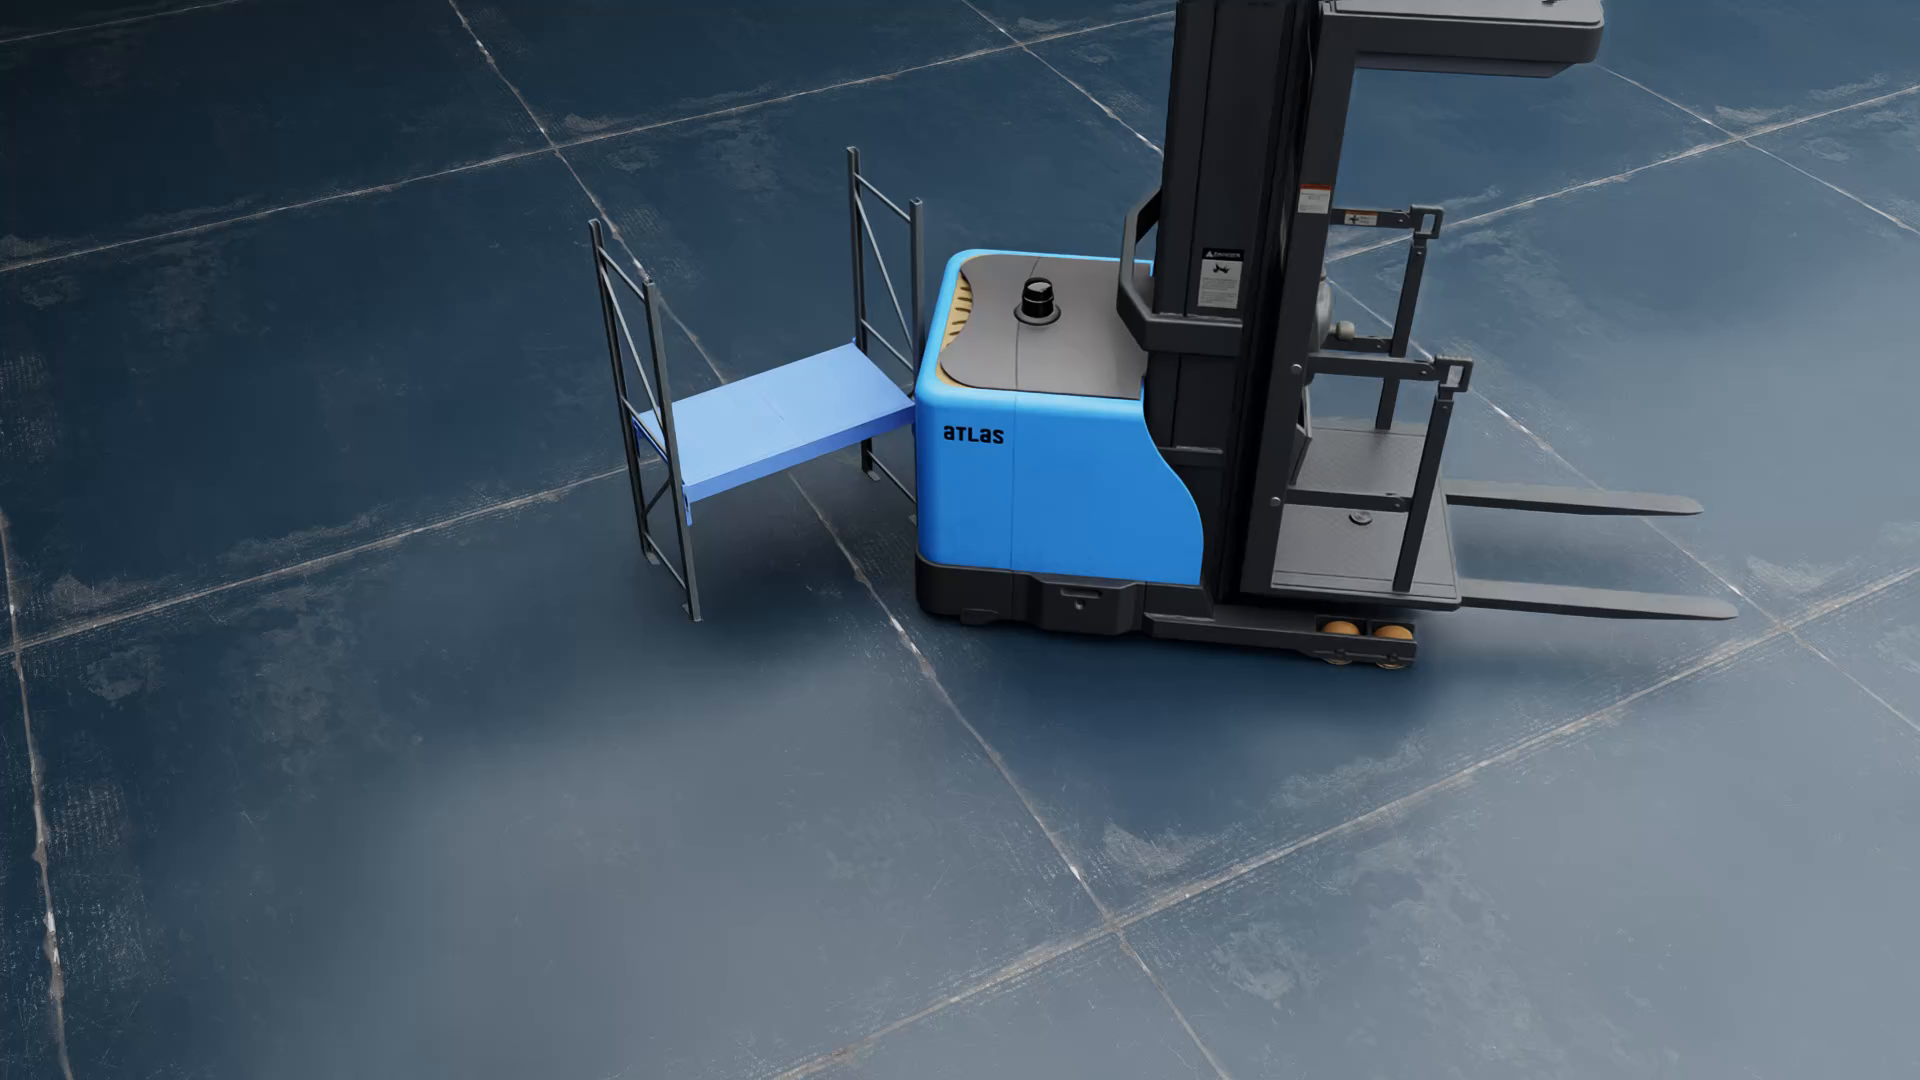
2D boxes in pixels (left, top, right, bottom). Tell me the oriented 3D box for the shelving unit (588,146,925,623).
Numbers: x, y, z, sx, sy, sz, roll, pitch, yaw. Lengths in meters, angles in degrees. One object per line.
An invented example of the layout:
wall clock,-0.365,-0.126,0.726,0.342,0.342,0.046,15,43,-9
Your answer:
shelving unit,-0.706,-0.570,6.262,1.048,1.500,0.538,-22,45,-24

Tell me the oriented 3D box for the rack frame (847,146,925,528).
rack frame,-0.274,-0.743,6.467,0.032,1.500,0.500,-22,45,-24

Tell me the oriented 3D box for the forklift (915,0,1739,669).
forklift,1.386,-1.006,5.669,3.031,2.935,1.130,5,40,5

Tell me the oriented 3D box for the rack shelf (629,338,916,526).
rack shelf,-0.706,-0.432,6.378,1.000,0.185,0.538,-22,45,-24

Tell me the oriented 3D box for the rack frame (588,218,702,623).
rack frame,-1.137,-0.396,6.057,0.032,1.500,0.500,-22,45,-24
